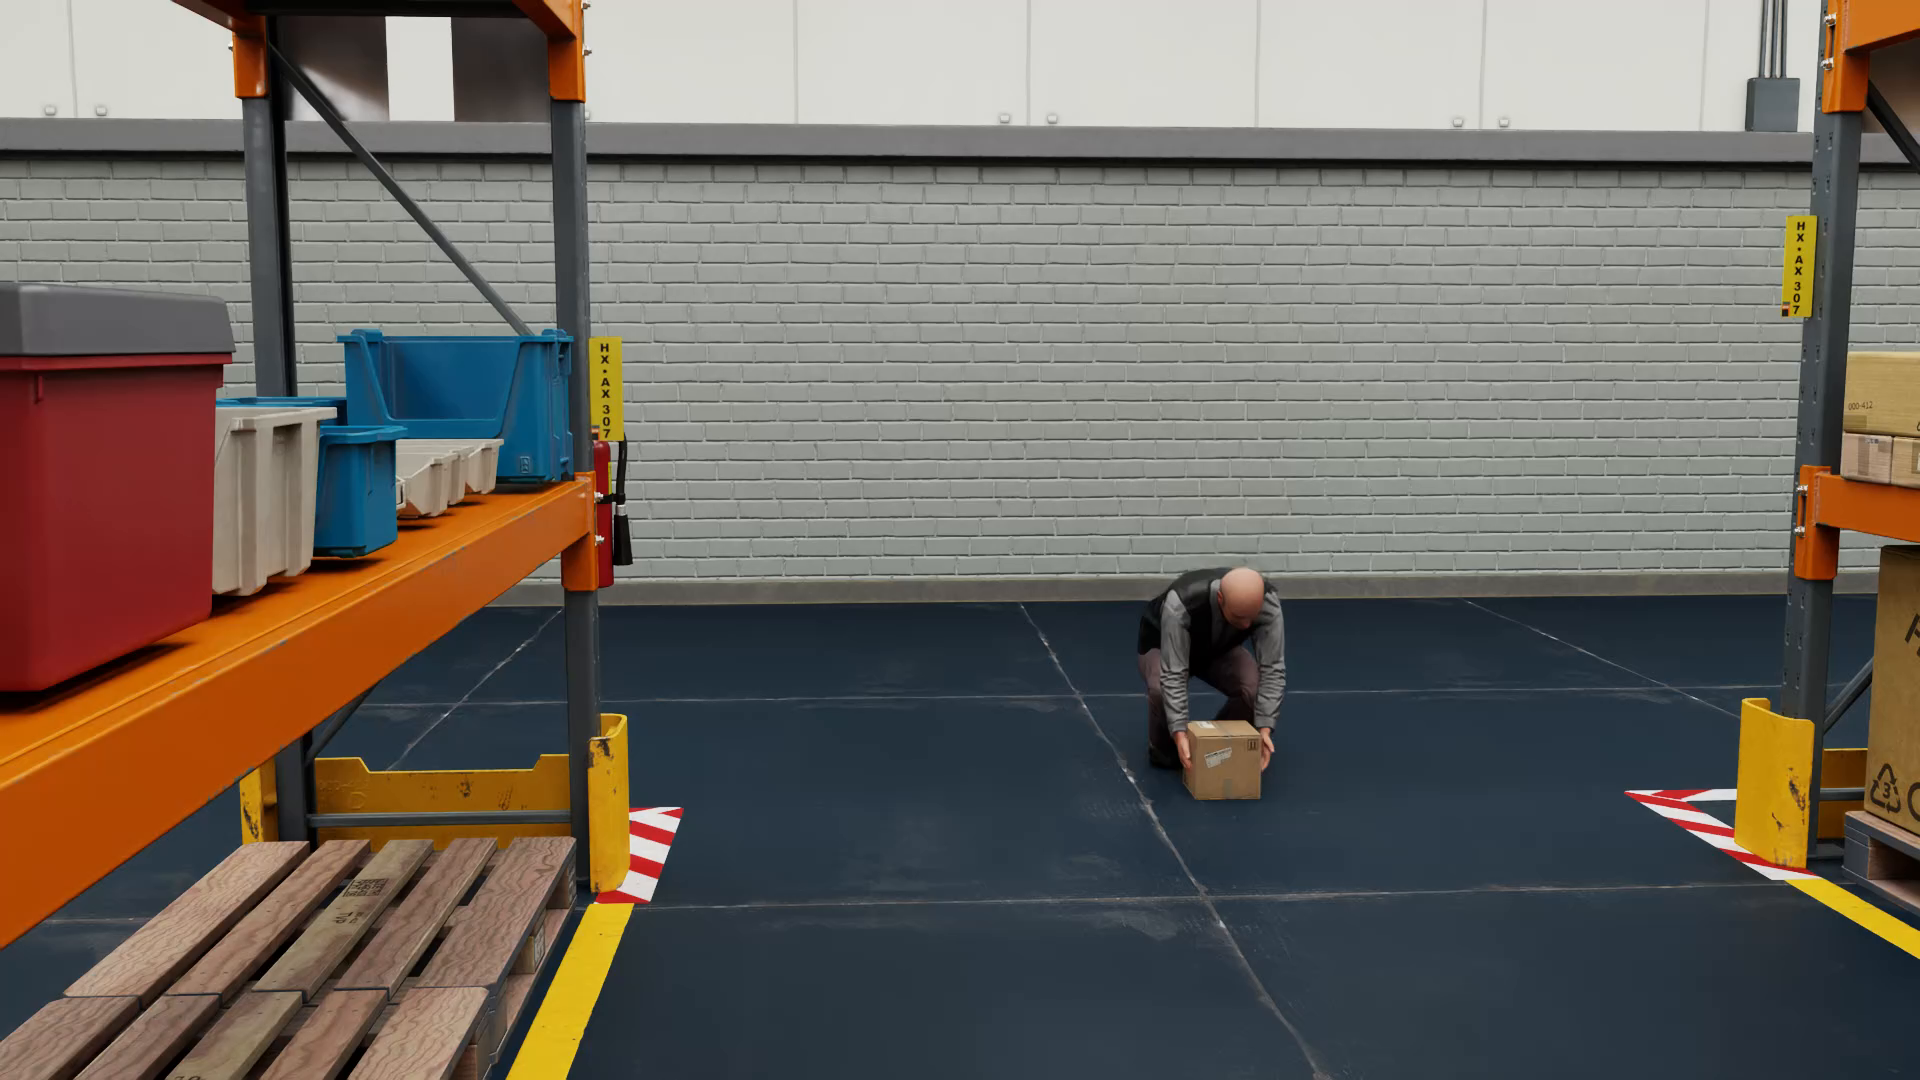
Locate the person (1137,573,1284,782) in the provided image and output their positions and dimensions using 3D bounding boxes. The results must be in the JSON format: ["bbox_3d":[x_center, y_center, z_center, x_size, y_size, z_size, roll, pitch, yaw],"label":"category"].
[{"bbox_3d":[1.006,0.515,6.734,0.531,0.852,0.873,0,7,-4],"label":"person"}]
